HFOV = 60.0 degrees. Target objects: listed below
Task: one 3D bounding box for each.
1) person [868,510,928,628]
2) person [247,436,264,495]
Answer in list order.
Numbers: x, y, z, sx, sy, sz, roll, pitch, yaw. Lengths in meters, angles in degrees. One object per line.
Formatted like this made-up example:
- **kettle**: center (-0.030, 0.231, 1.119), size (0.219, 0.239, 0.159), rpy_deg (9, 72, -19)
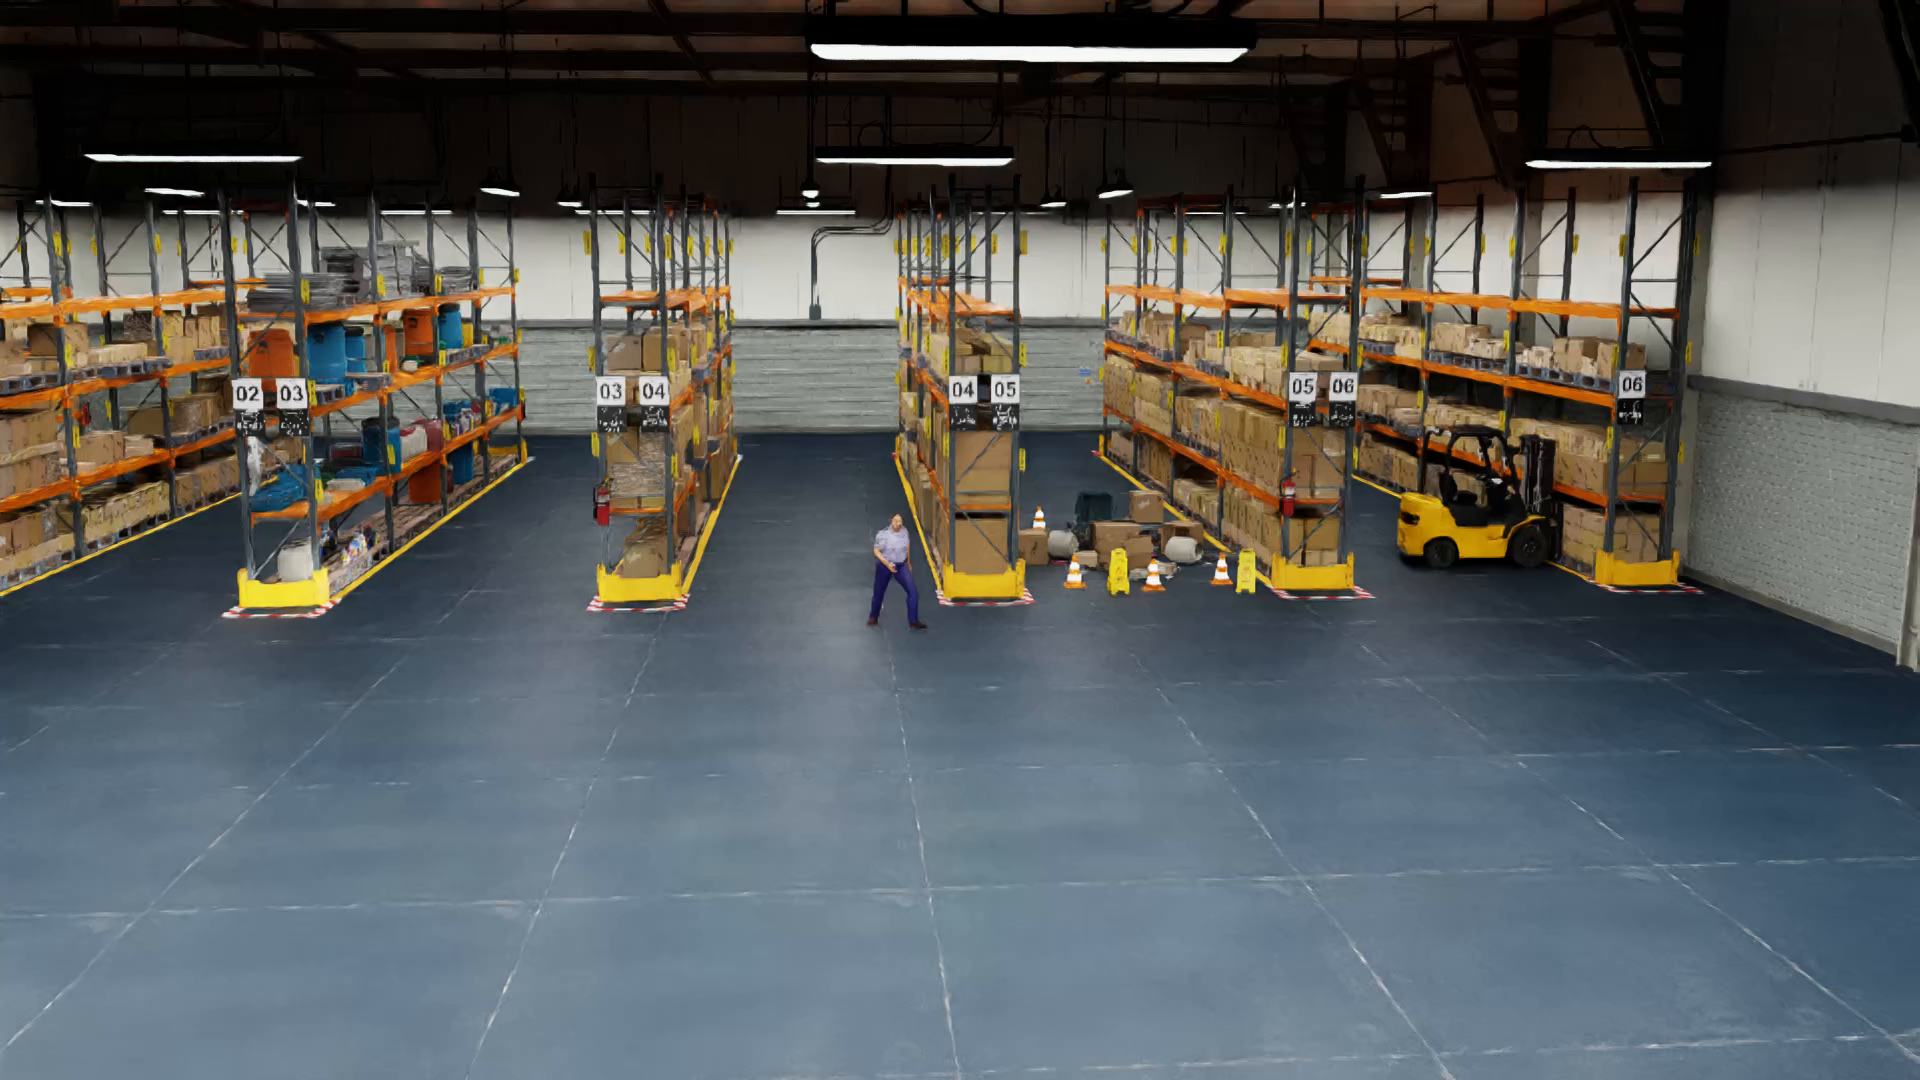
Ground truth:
- **person**: center (-0.868, 0.373, 22.043), size (0.660, 1.566, 0.811), rpy_deg (-4, 11, -23)
- **person**: center (-13.542, -1.461, 32.065), size (0.434, 1.684, 0.554), rpy_deg (-5, 11, -26)
